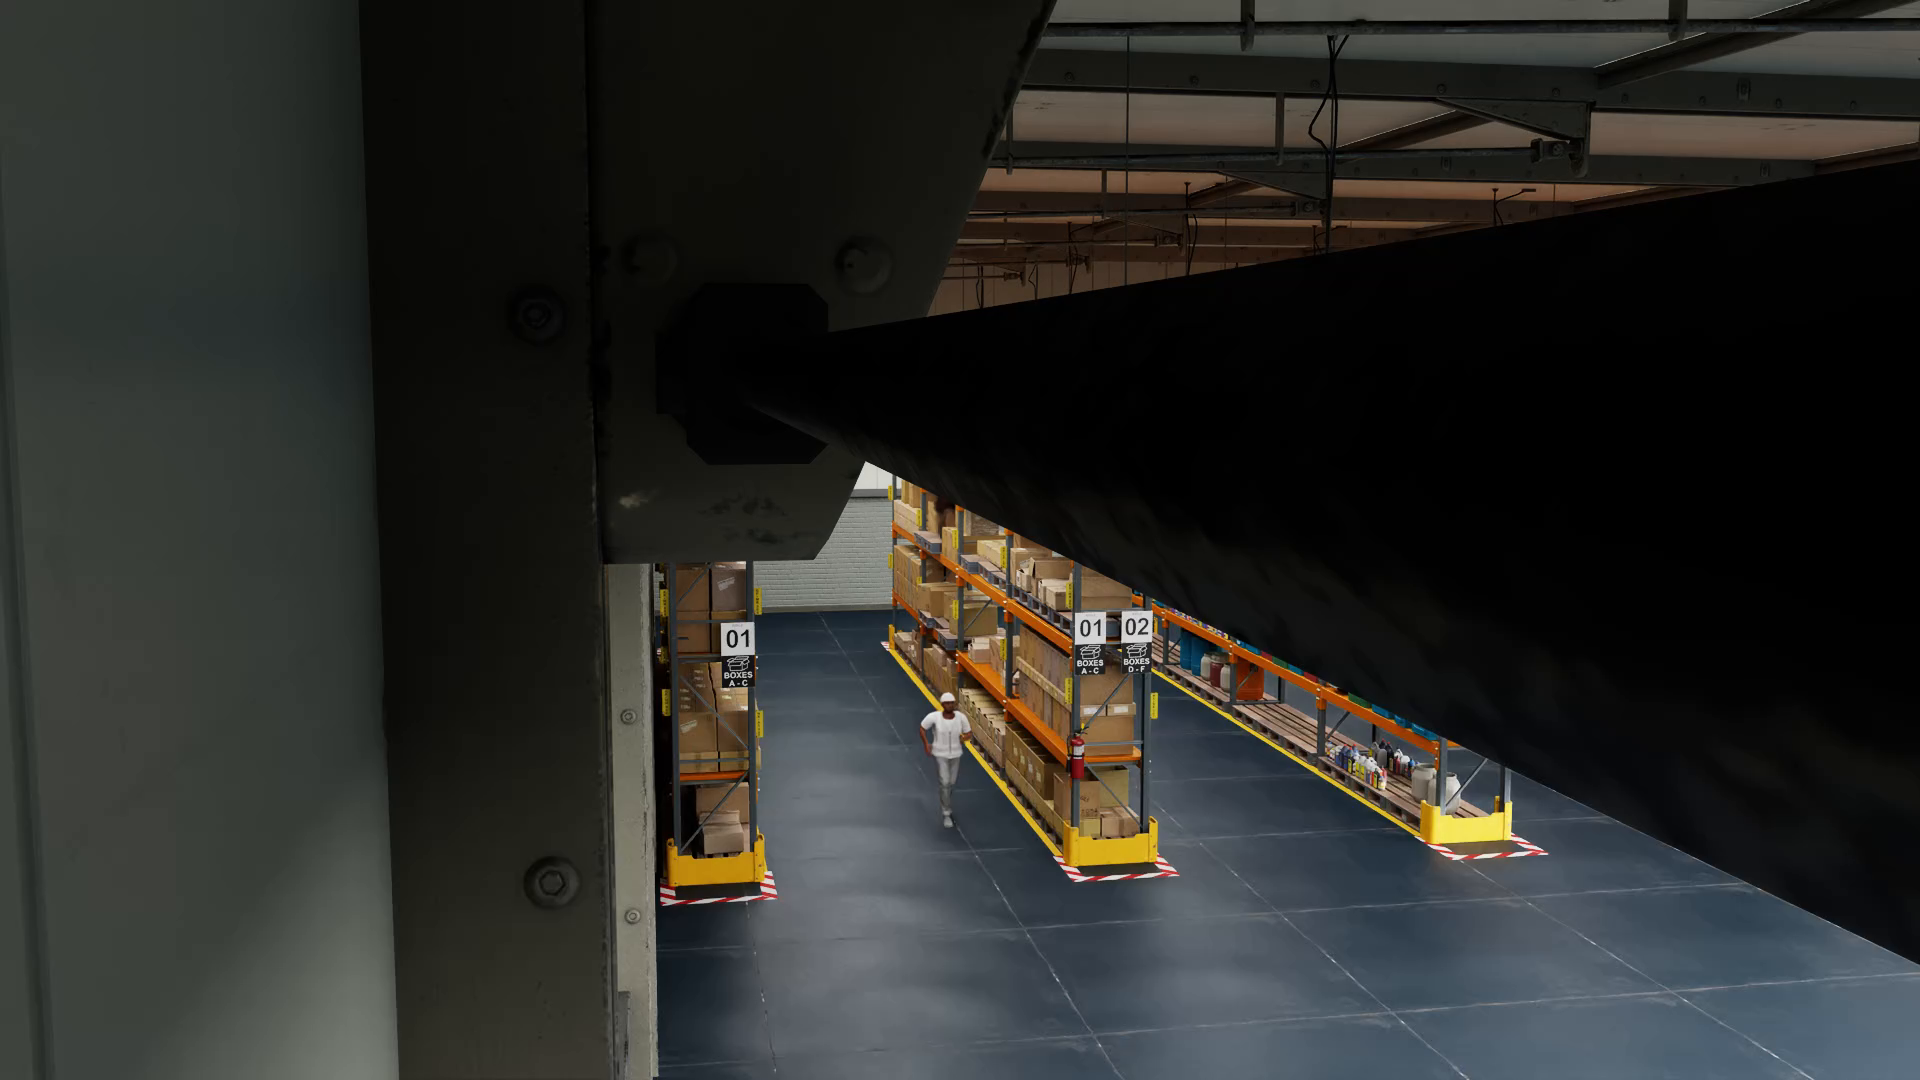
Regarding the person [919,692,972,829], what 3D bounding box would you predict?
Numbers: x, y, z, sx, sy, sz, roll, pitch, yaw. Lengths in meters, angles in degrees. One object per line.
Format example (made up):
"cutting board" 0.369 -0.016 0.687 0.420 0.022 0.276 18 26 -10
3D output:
"person" -0.165 2.972 22.822 0.687 1.793 0.827 -2 6 -17
